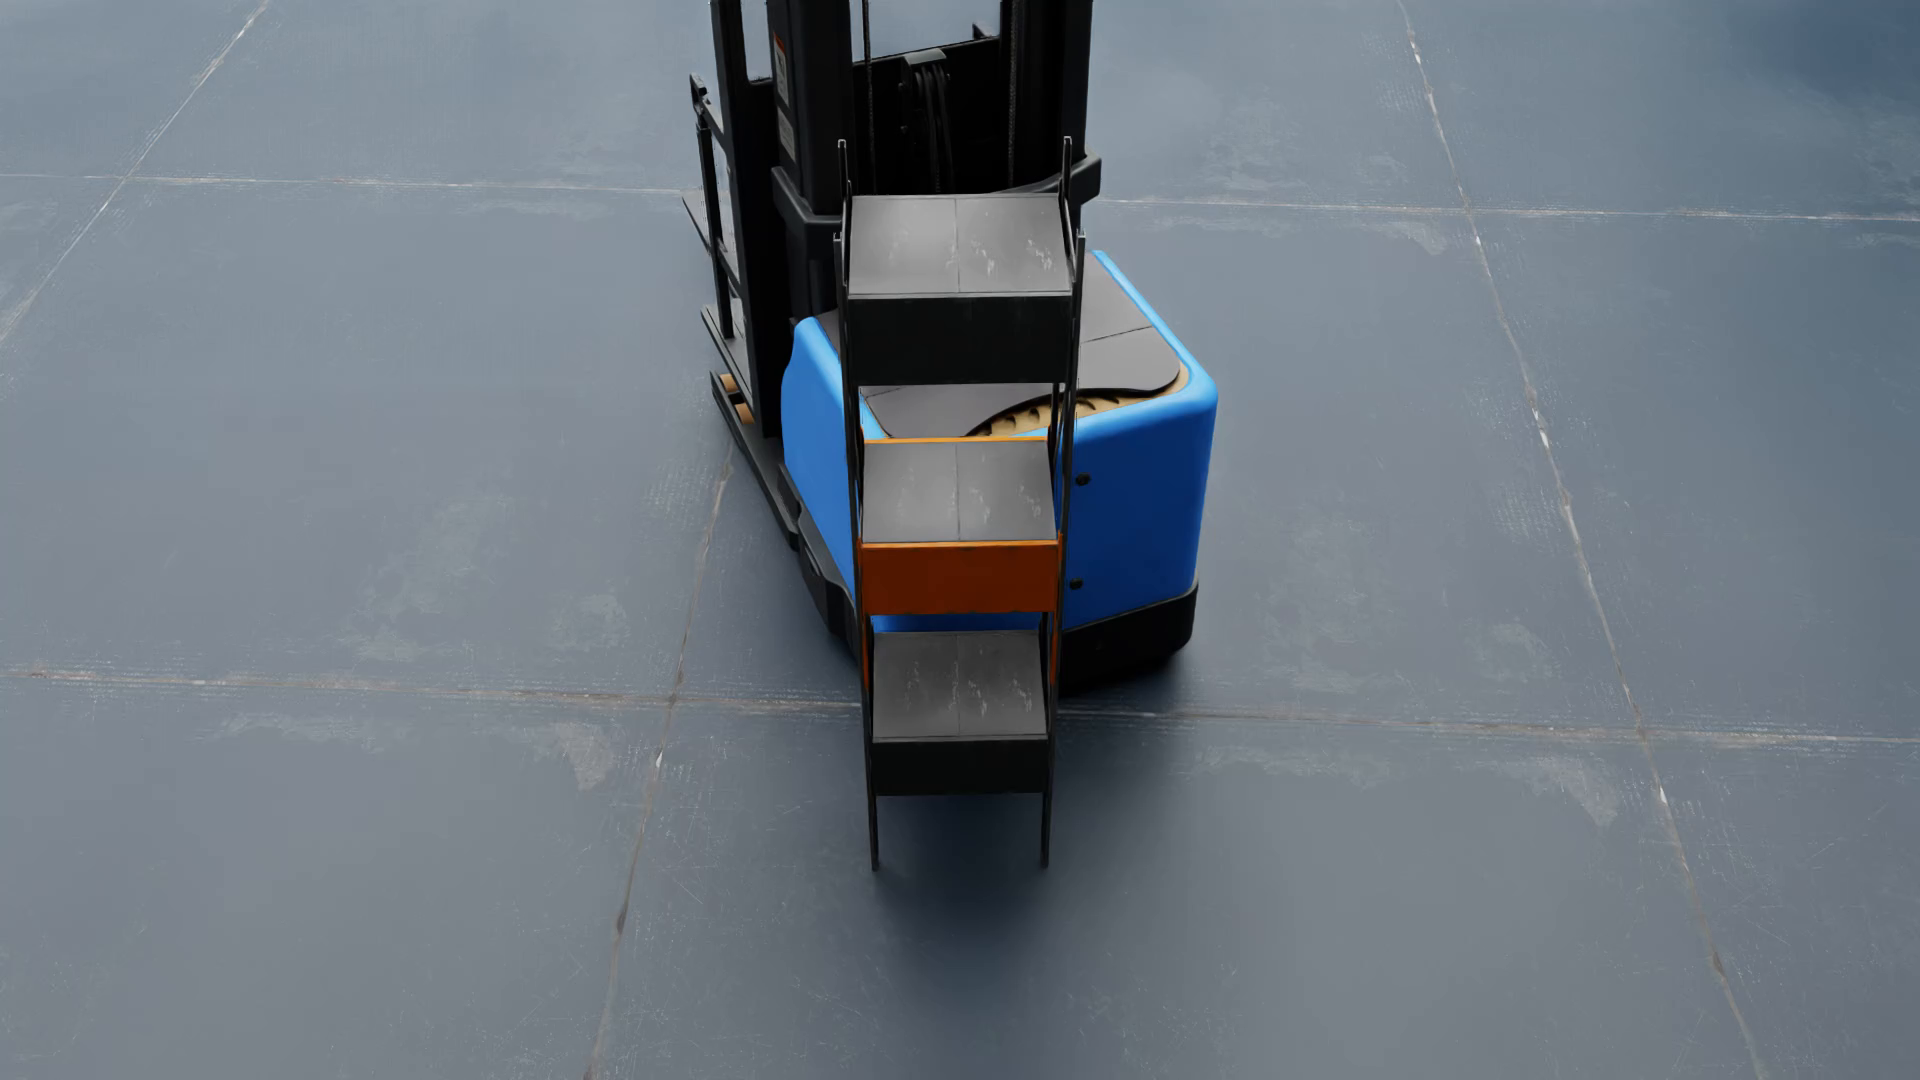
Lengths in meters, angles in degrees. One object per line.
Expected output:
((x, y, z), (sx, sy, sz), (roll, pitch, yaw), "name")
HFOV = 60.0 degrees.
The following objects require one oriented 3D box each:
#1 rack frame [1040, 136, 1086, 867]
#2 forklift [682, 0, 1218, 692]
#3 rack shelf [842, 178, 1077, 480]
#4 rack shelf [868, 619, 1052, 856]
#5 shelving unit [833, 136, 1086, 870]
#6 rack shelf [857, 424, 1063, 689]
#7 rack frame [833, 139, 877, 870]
((0.238, 0.028, 4.179), (0.015, 2.100, 0.400), (-1, 43, -1), "rack frame")
((-0.283, -1.514, 5.225), (1.130, 2.935, 3.031), (-16, 45, -16), "forklift")
((-0.006, -0.469, 3.706), (0.480, 0.518, 0.431), (-1, 43, -1), "rack shelf")
((-0.005, 0.555, 4.661), (0.480, 0.518, 0.431), (-1, 43, -1), "rack shelf")
((-0.006, 0.033, 4.174), (0.503, 2.100, 0.431), (-1, 43, -1), "shelving unit")
((-0.006, 0.043, 4.184), (0.480, 0.518, 0.431), (-1, 43, -1), "rack shelf")
((-0.250, 0.037, 4.170), (0.015, 2.100, 0.400), (-1, 43, -1), "rack frame")
